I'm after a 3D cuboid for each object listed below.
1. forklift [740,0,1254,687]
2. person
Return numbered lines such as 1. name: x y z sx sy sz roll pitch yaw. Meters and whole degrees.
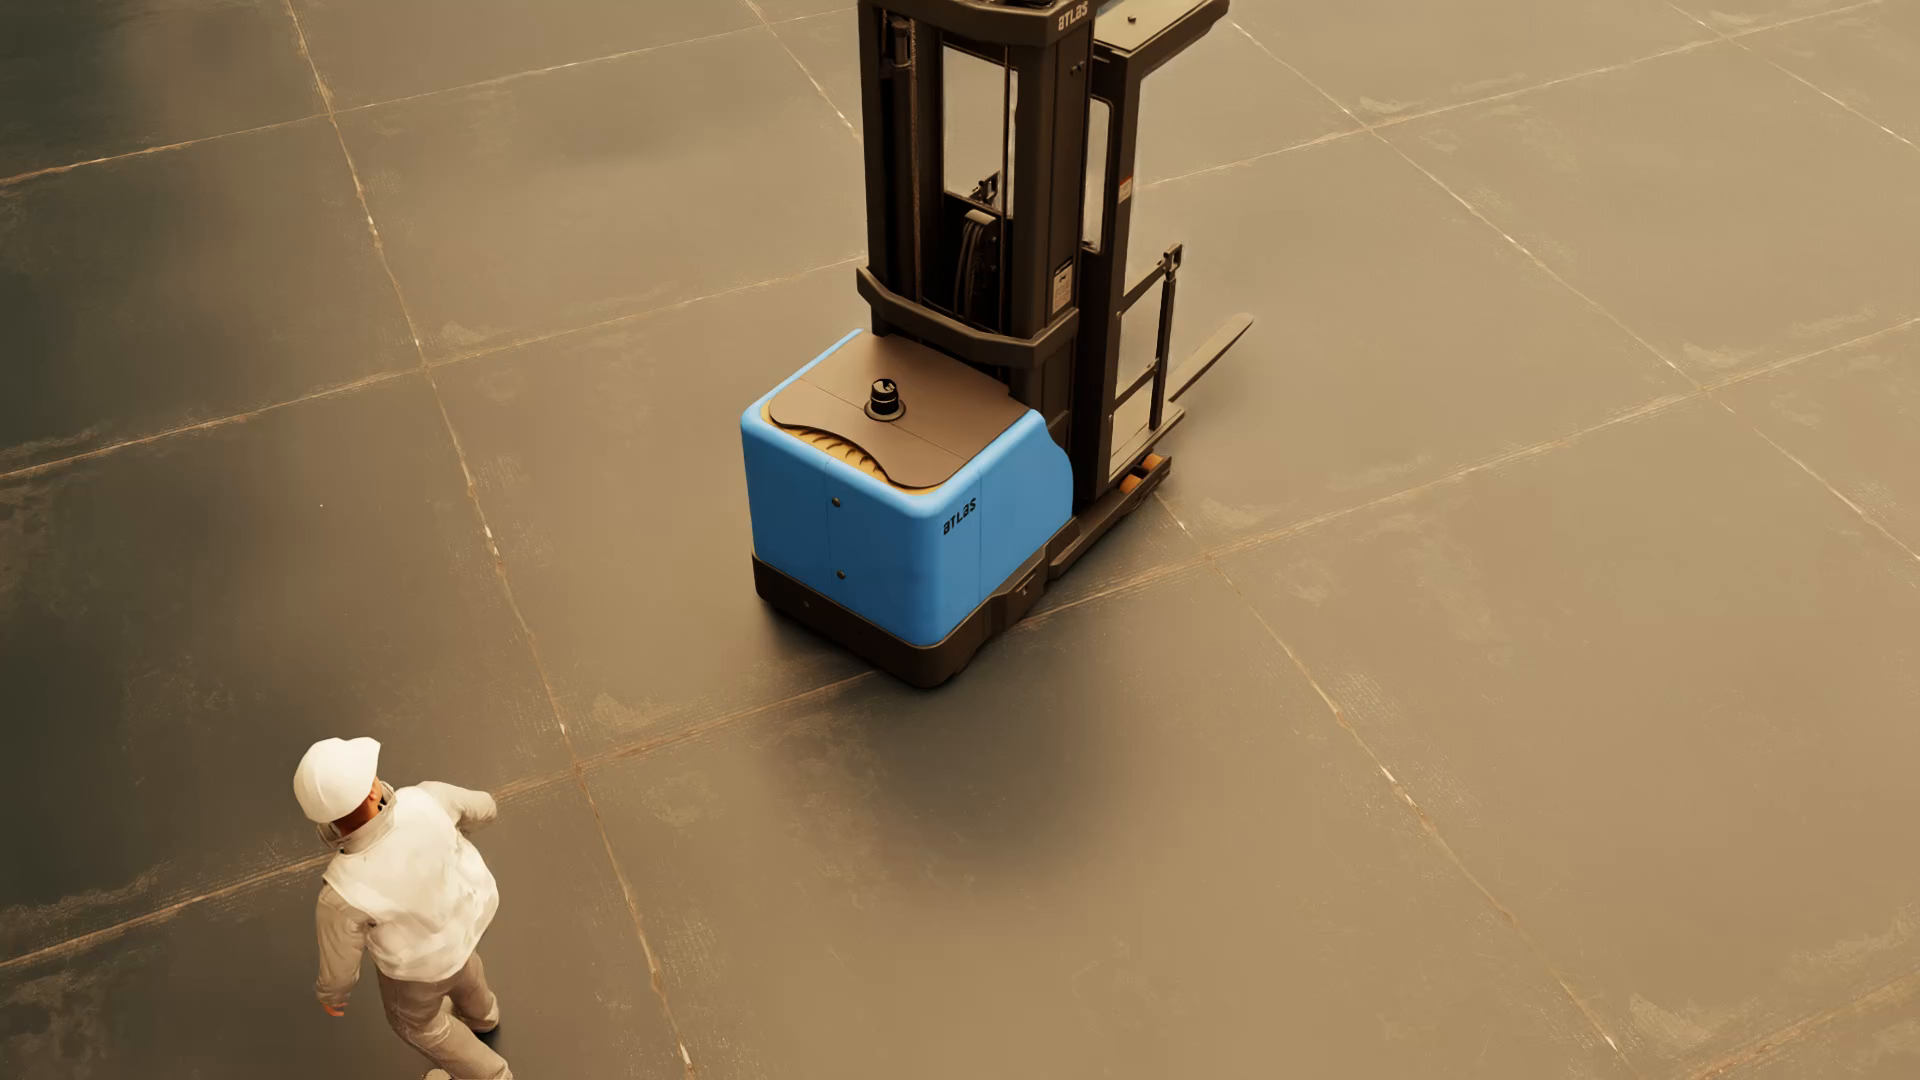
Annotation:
1. forklift: 0.369 -1.403 7.184 1.130 2.935 3.031 27 50 26
2. person: -1.759 1.225 5.246 0.513 1.744 0.726 14 45 15
